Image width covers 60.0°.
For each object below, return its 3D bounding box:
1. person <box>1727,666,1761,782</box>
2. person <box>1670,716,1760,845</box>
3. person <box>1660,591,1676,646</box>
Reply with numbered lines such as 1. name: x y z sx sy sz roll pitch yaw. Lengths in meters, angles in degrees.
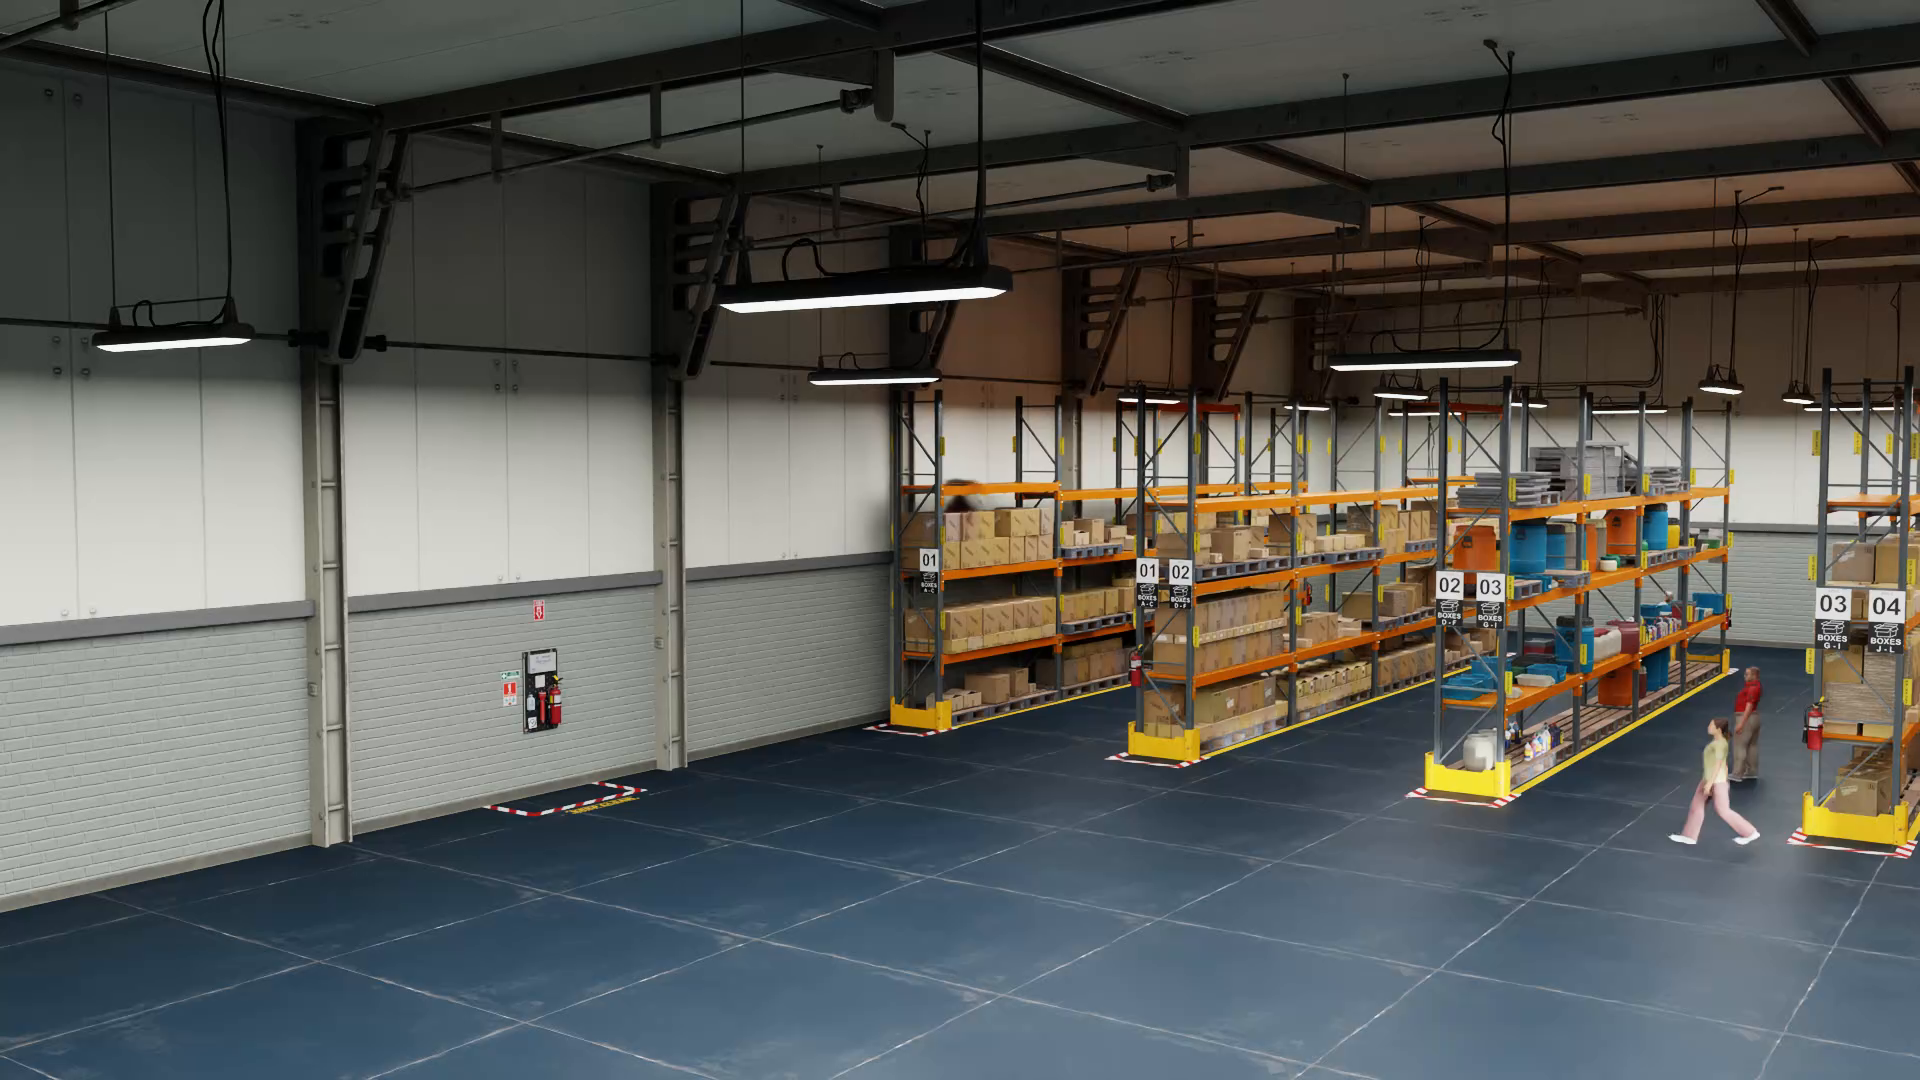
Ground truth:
1. person: 11.728 2.792 24.878 0.467 1.634 0.602 3 4 44
2. person: 9.431 3.017 20.718 0.982 1.637 0.434 1 3 10
3. person: 16.400 2.011 38.459 0.524 1.672 0.410 1 3 18
